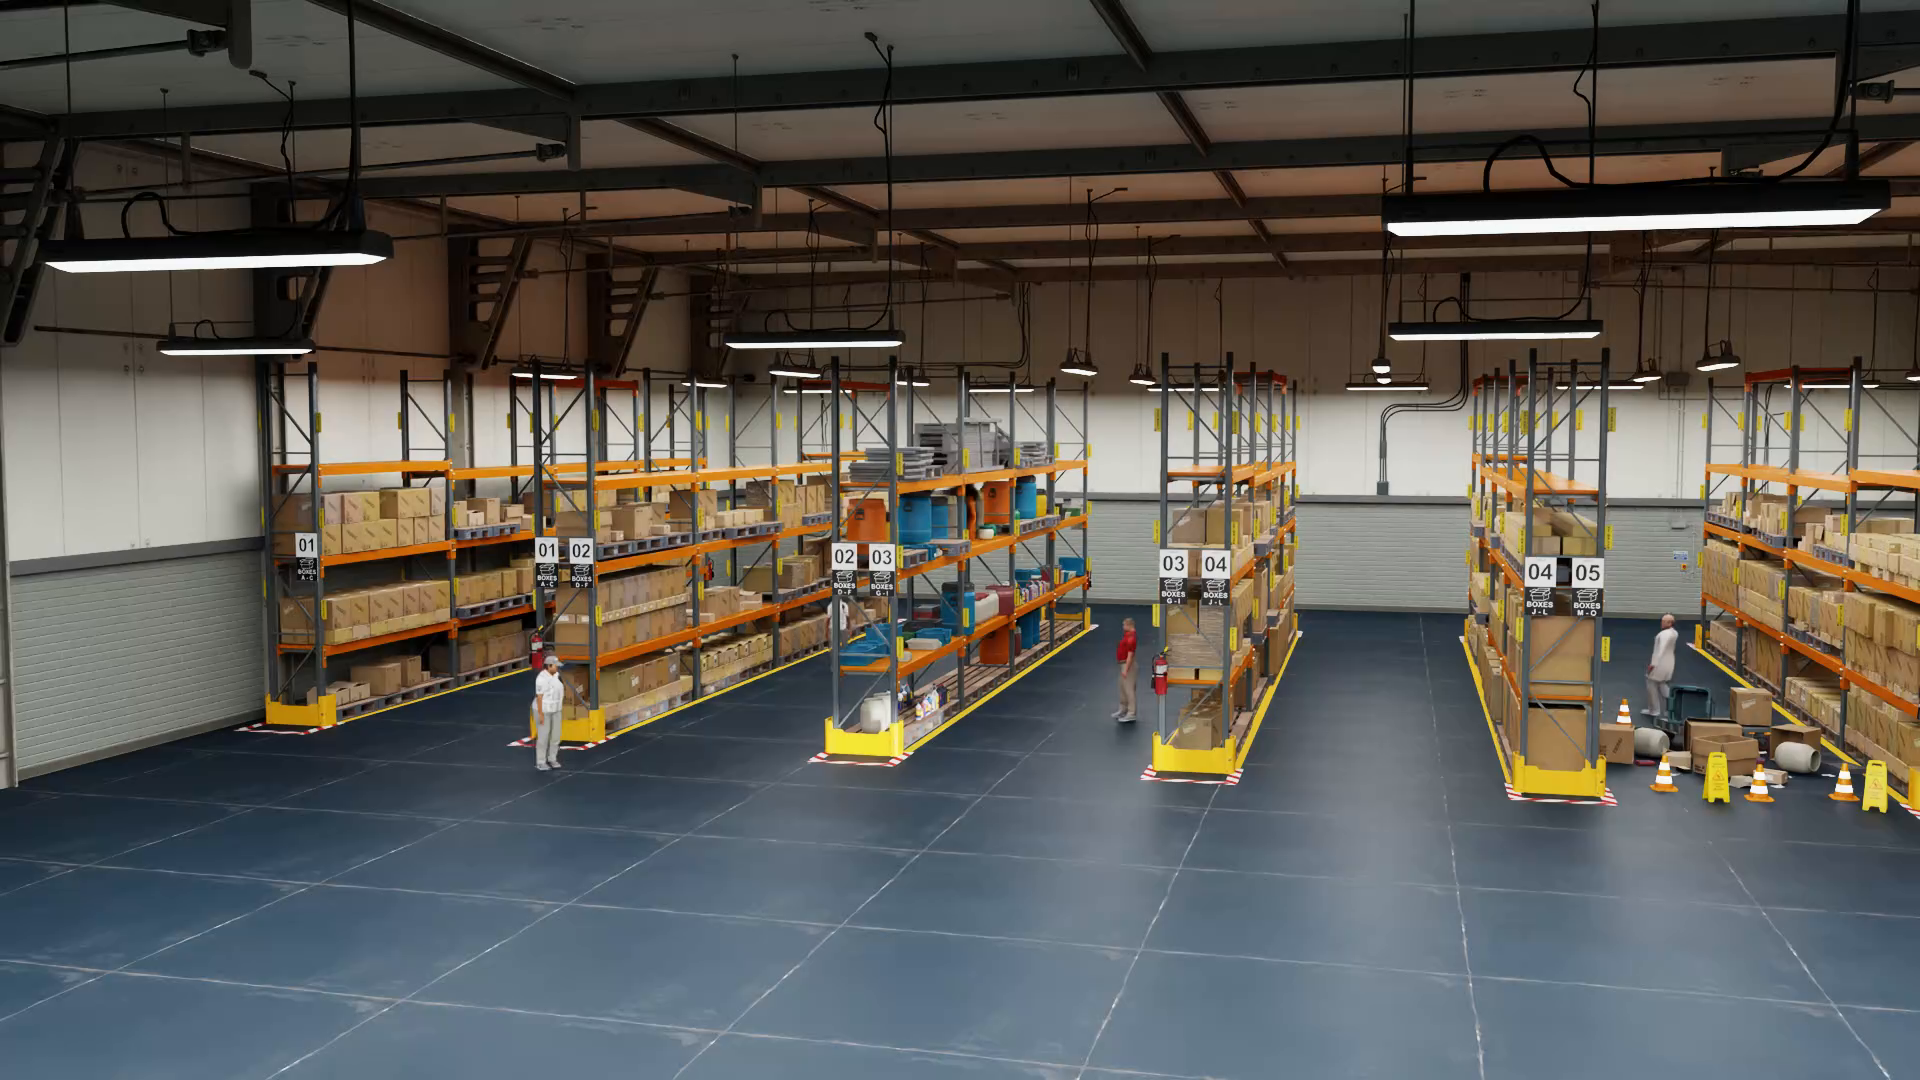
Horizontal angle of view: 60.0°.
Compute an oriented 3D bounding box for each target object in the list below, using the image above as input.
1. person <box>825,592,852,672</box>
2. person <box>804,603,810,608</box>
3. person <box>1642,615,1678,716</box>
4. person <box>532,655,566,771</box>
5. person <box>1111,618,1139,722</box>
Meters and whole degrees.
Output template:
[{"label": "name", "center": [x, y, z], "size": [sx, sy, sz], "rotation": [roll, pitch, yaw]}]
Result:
[{"label": "person", "center": [-2.443, 1.796, 33.531], "size": [0.556, 1.648, 0.901], "rotation": [0, 4, 4]}, {"label": "person", "center": [-4.162, 1.161, 43.443], "size": [0.577, 1.582, 0.506], "rotation": [1, 4, 19]}, {"label": "person", "center": [11.949, 2.162, 28.441], "size": [0.625, 1.792, 0.608], "rotation": [-2, 5, -30]}, {"label": "person", "center": [-5.937, 2.492, 24.052], "size": [0.476, 1.673, 0.513], "rotation": [2, 4, 25]}, {"label": "person", "center": [2.786, 2.168, 28.026], "size": [0.452, 1.721, 0.599], "rotation": [0, 4, -3]}]
